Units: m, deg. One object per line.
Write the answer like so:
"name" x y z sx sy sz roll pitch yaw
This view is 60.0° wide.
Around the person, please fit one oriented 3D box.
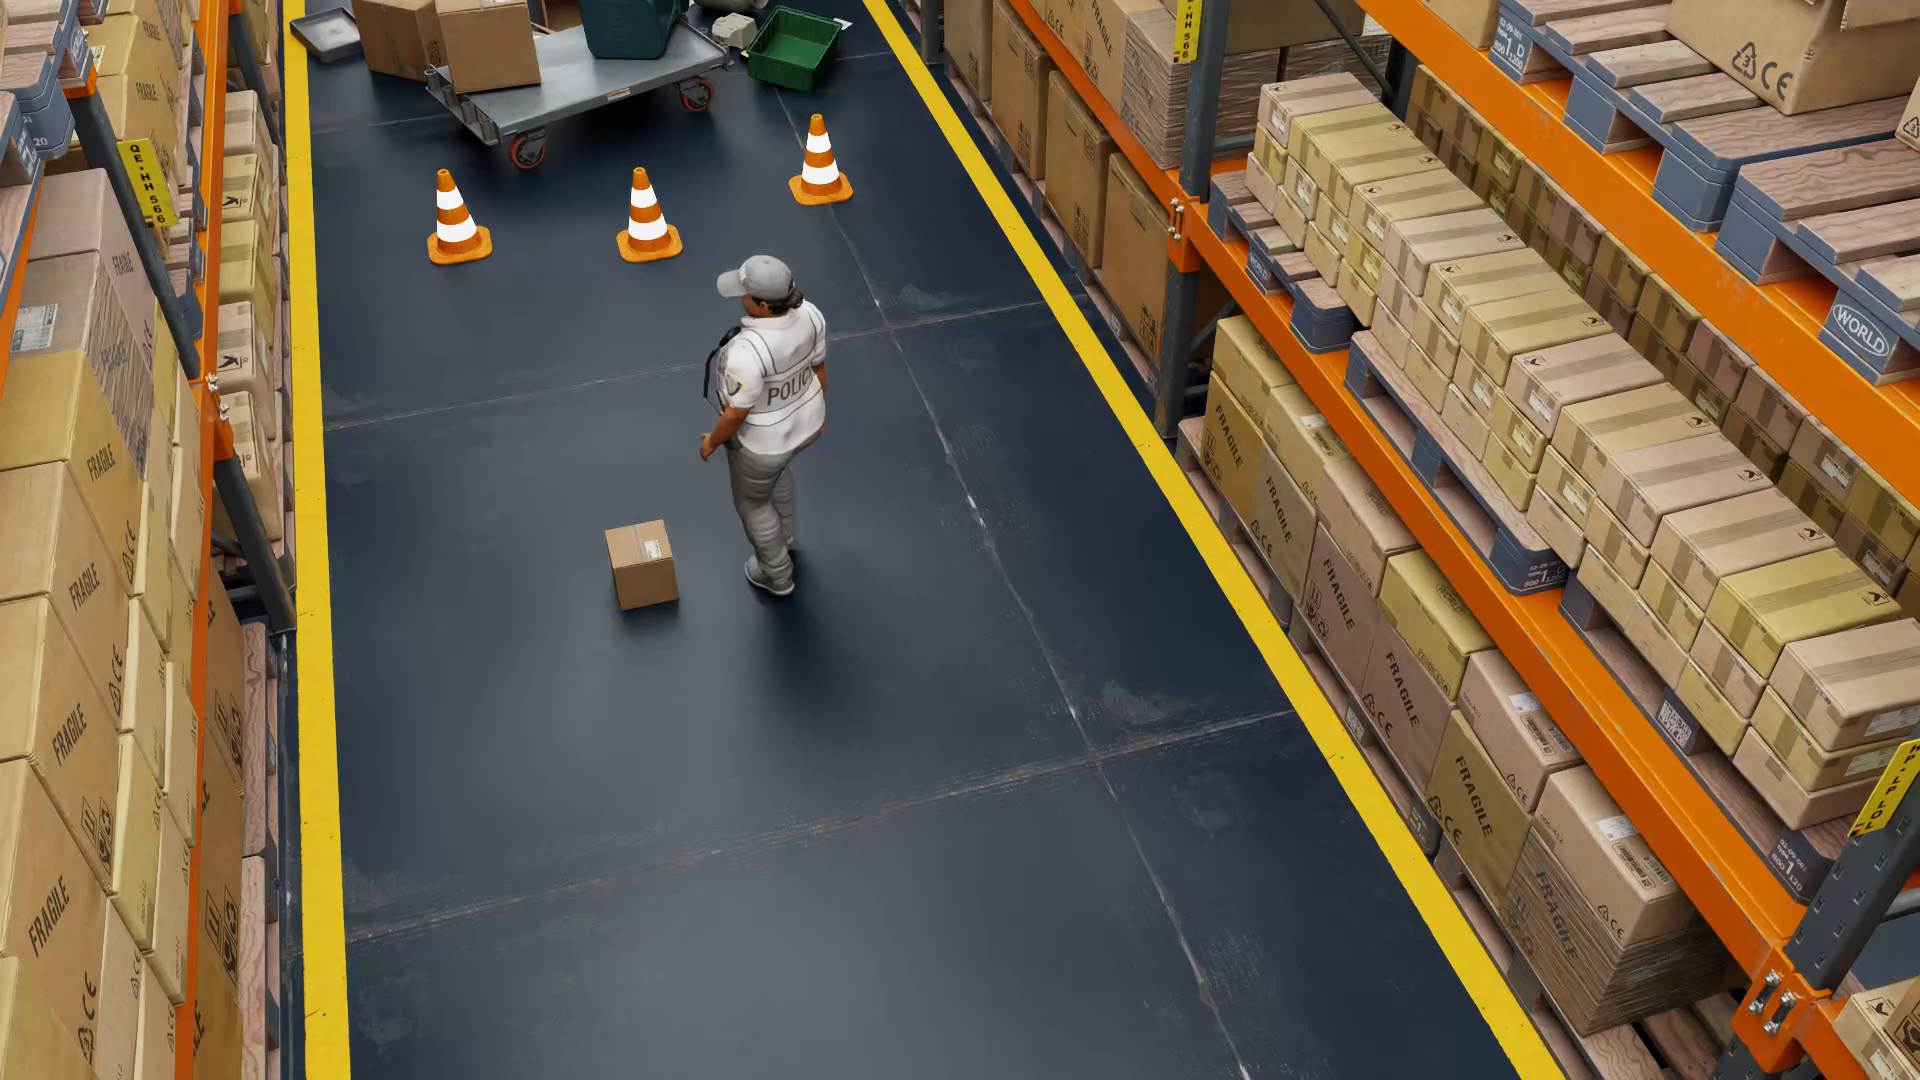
"person" -0.618 -17.329 21.896 26.789 6.047 37.408 26 49 26
